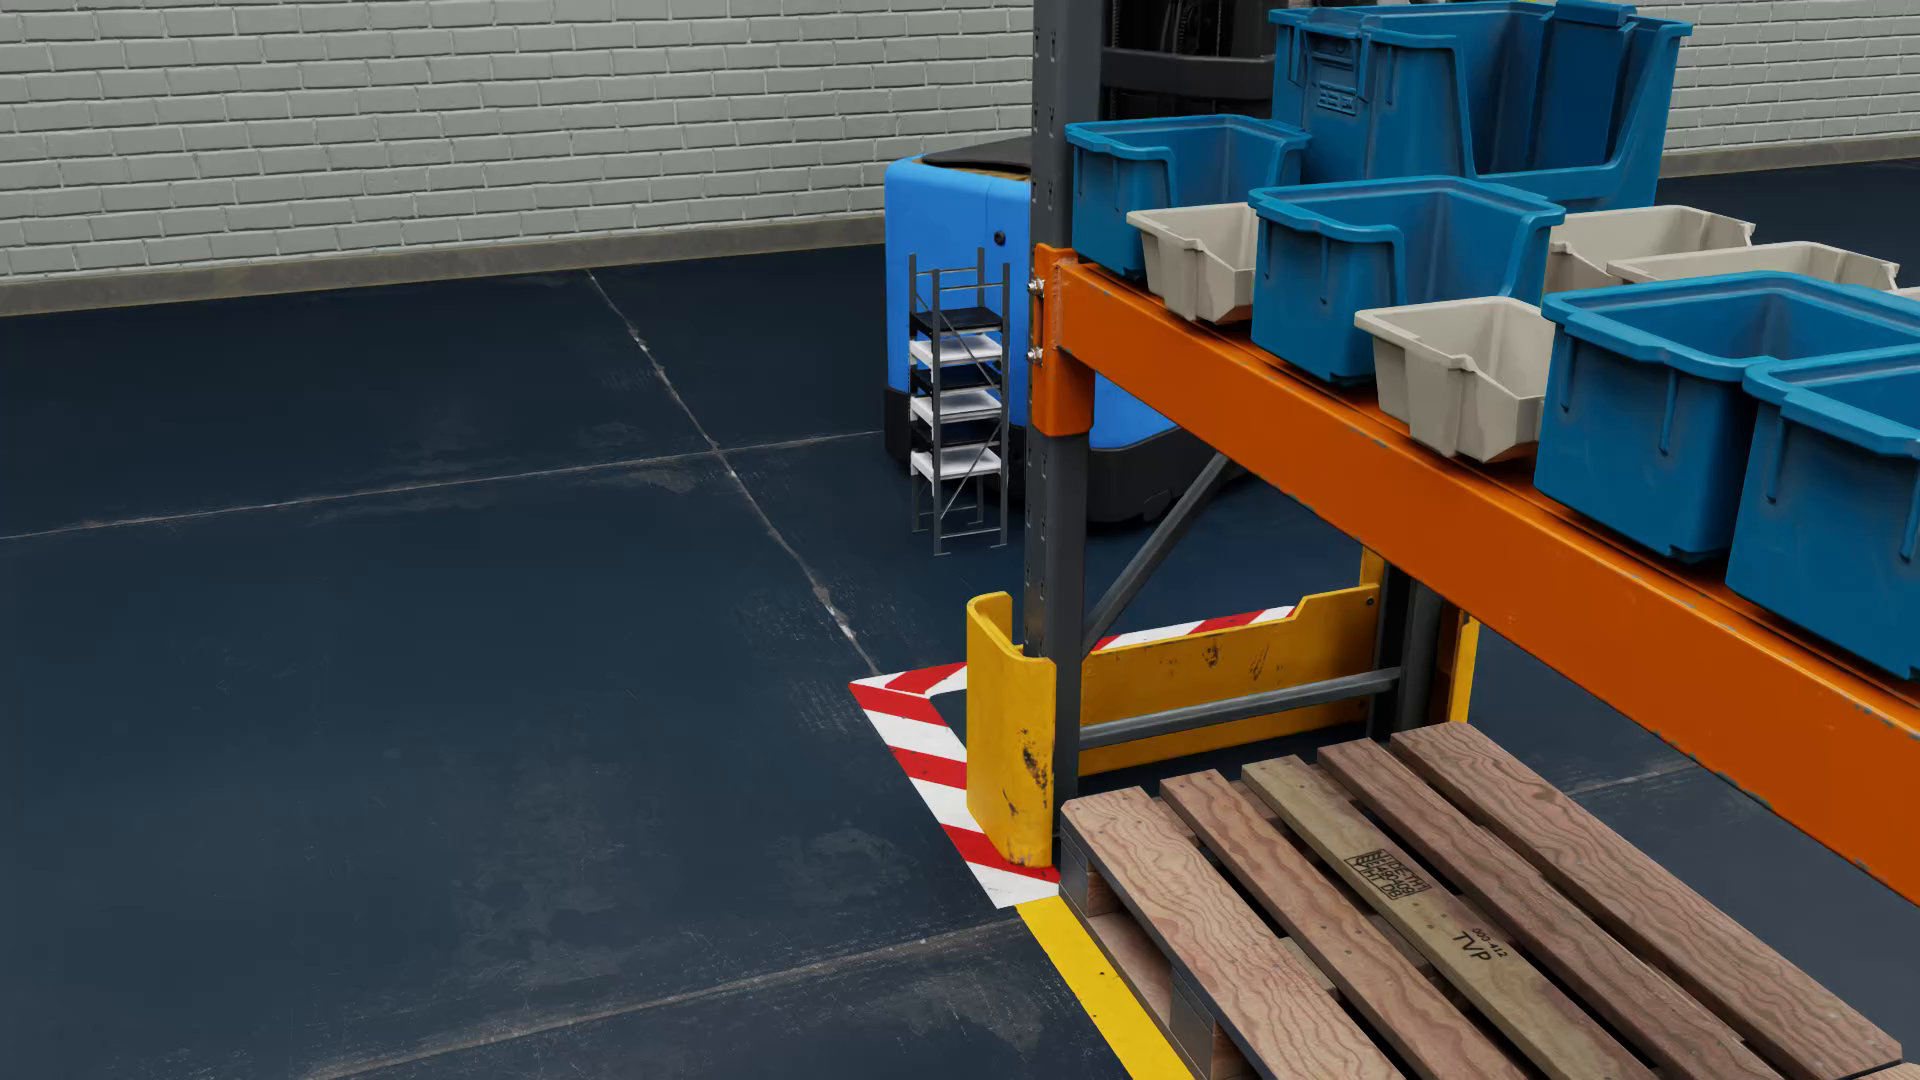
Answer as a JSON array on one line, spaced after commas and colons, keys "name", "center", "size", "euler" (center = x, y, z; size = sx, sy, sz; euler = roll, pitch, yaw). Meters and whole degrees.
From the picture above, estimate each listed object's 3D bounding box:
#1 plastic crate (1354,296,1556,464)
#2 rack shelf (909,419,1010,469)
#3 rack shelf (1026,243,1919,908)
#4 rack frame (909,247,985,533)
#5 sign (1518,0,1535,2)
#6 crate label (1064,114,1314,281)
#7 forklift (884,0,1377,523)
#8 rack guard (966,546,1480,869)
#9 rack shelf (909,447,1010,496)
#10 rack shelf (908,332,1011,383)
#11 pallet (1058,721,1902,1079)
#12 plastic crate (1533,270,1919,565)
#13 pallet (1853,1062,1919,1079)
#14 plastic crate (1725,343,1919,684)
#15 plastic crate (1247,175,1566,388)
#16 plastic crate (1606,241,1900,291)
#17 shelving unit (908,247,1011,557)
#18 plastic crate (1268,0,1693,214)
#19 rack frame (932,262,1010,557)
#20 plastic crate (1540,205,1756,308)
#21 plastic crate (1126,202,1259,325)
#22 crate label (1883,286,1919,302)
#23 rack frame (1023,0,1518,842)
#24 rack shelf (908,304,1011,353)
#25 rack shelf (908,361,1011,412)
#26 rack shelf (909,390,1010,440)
[{"name": "plastic crate", "center": [0.679, -0.200, 2.126], "size": [0.250, 0.136, 0.298], "euler": [-8, 24, -19]}, {"name": "rack shelf", "center": [-0.003, -0.304, 5.130], "size": [0.258, 0.077, 0.200], "euler": [-8, 24, -19]}, {"name": "rack shelf", "center": [1.331, 0.255, 1.710], "size": [1.077, 0.370, 4.000], "euler": [-8, 24, -19]}, {"name": "rack frame", "center": [-0.039, -0.455, 5.170], "size": [0.240, 0.900, 0.006], "euler": [-8, 24, -19]}, {"name": "sign", "center": [1.133, -0.960, 3.456], "size": [0.100, 0.325, 0.005], "euler": [-8, 24, -19]}, {"name": "crate label", "center": [0.403, -0.619, 2.995], "size": [0.416, 0.233, 0.303], "euler": [-8, 24, -19]}, {"name": "forklift", "center": [1.112, -1.889, 5.959], "size": [1.130, 2.935, 3.031], "euler": [20, 30, 39]}, {"name": "rack guard", "center": [0.603, 0.341, 3.796], "size": [1.175, 0.500, 0.348], "euler": [-8, 24, -19]}, {"name": "rack shelf", "center": [-0.003, -0.221, 5.165], "size": [0.258, 0.077, 0.200], "euler": [-8, 24, -19]}, {"name": "rack shelf", "center": [-0.003, -0.553, 5.025], "size": [0.258, 0.077, 0.200], "euler": [-8, 24, -19]}, {"name": "pallet", "center": [0.879, 0.786, 3.112], "size": [1.003, 0.211, 1.213], "euler": [-8, 24, -19]}, {"name": "plastic crate", "center": [0.868, -0.141, 1.860], "size": [0.416, 0.233, 0.300], "euler": [-8, 24, -19]}, {"name": "pallet", "center": [1.306, 1.229, 2.062], "size": [1.003, 0.211, 1.213], "euler": [-8, 24, -19]}, {"name": "plastic crate", "center": [0.974, -0.032, 1.601], "size": [0.416, 0.233, 0.300], "euler": [-8, 24, -19]}, {"name": "plastic crate", "center": [0.636, -0.380, 2.428], "size": [0.416, 0.233, 0.300], "euler": [-8, 24, -19]}, {"name": "plastic crate", "center": [1.170, -0.331, 2.435], "size": [0.396, 0.136, 0.243], "euler": [-8, 24, -19]}, {"name": "shelving unit", "center": [-0.003, -0.418, 5.082], "size": [0.258, 0.900, 0.210], "euler": [-8, 24, -19]}, {"name": "plastic crate", "center": [0.917, -0.751, 3.048], "size": [0.616, 0.435, 0.499], "euler": [-8, 24, -19]}, {"name": "rack frame", "center": [0.033, -0.381, 4.995], "size": [0.240, 0.900, 0.006], "euler": [-8, 24, -19]}, {"name": "plastic crate", "center": [1.081, -0.438, 2.690], "size": [0.396, 0.136, 0.243], "euler": [-8, 24, -19]}, {"name": "plastic crate", "center": [0.439, -0.447, 2.710], "size": [0.250, 0.136, 0.298], "euler": [-8, 24, -19]}, {"name": "crate label", "center": [1.292, -0.233, 2.203], "size": [0.396, 0.136, 0.243], "euler": [-8, 24, -19]}, {"name": "rack frame", "center": [0.624, -0.804, 3.294], "size": [1.000, 3.000, 0.127], "euler": [-8, 24, -19]}, {"name": "rack shelf", "center": [-0.003, -0.636, 4.990], "size": [0.258, 0.077, 0.200], "euler": [-8, 24, -19]}, {"name": "rack shelf", "center": [-0.003, -0.470, 5.060], "size": [0.258, 0.077, 0.200], "euler": [-8, 24, -19]}, {"name": "rack shelf", "center": [-0.003, -0.387, 5.095], "size": [0.258, 0.077, 0.200], "euler": [-8, 24, -19]}]
